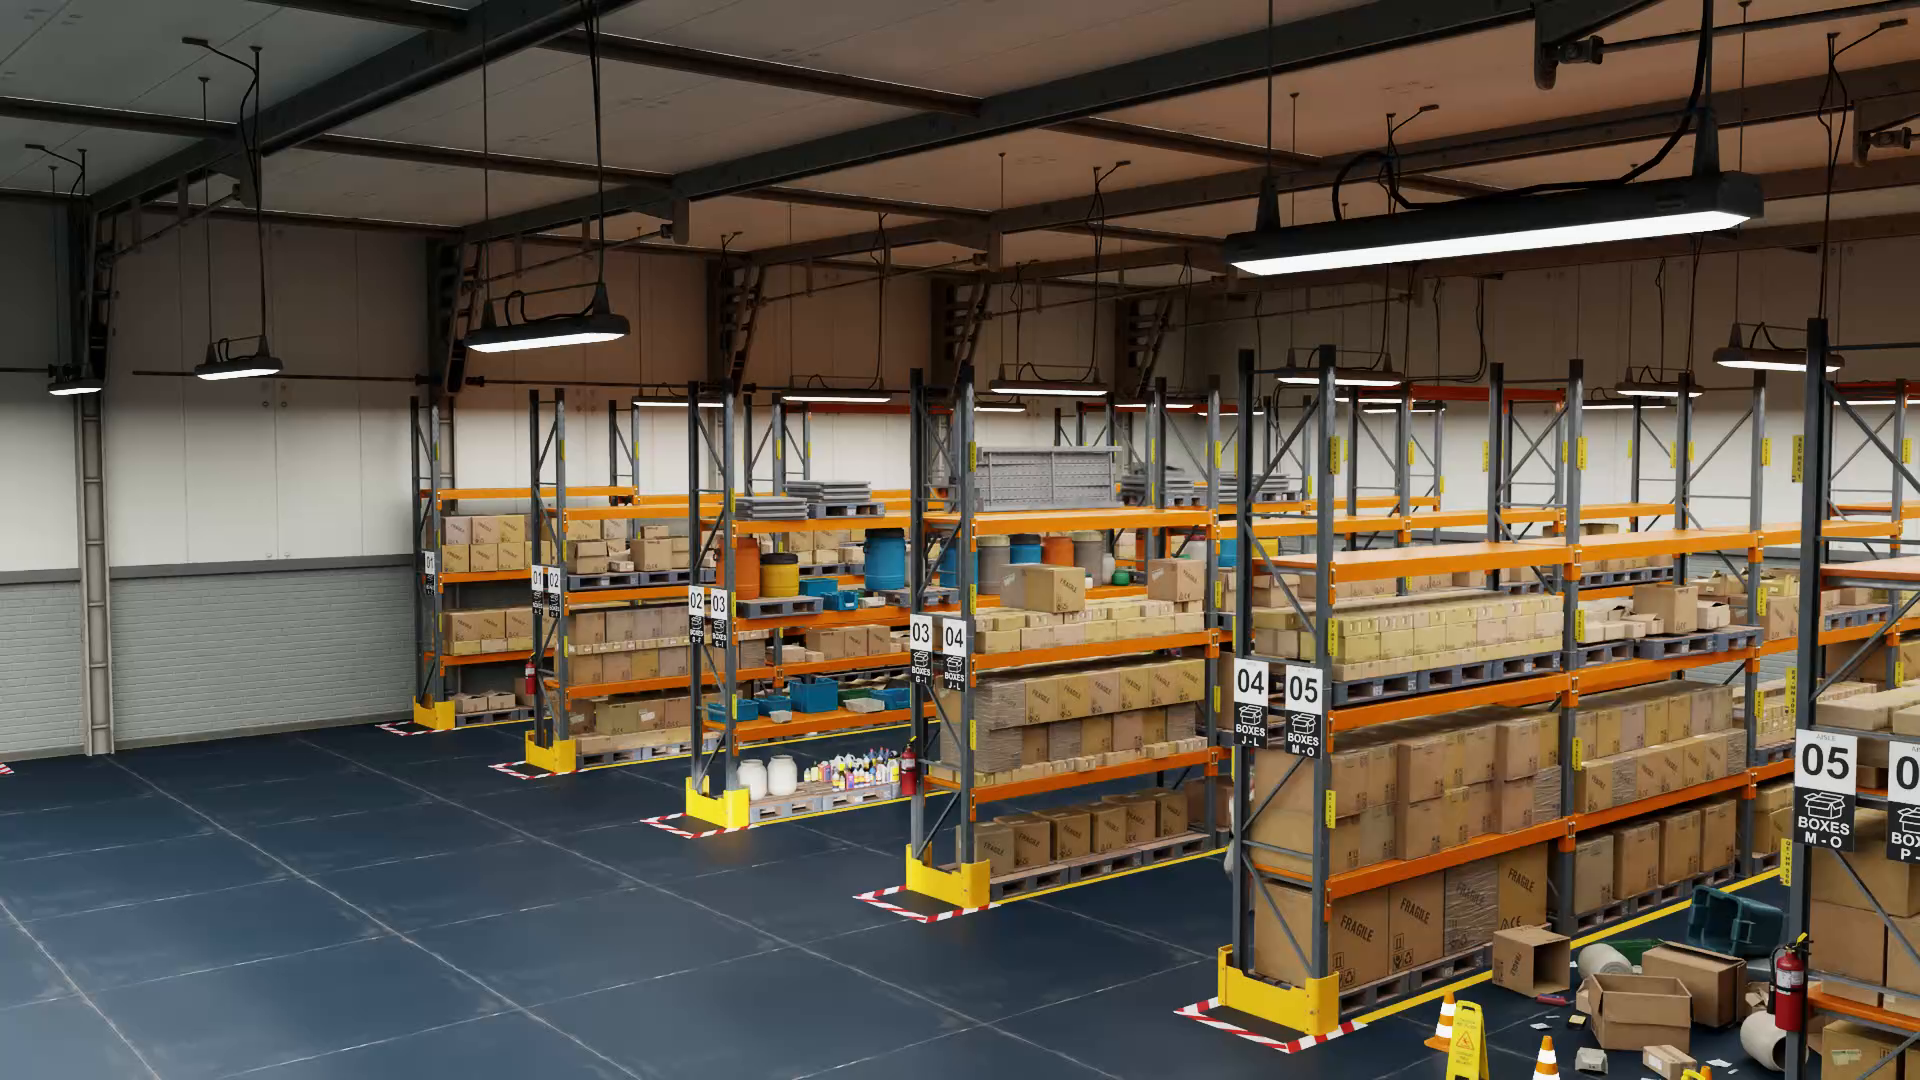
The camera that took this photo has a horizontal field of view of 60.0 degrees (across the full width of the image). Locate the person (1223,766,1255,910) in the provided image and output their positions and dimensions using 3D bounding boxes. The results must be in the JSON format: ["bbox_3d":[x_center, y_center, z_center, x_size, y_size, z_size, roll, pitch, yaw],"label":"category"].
[{"bbox_3d":[3.140,3.251,18.120,0.607,1.646,0.666,2,4,33],"label":"person"}]
